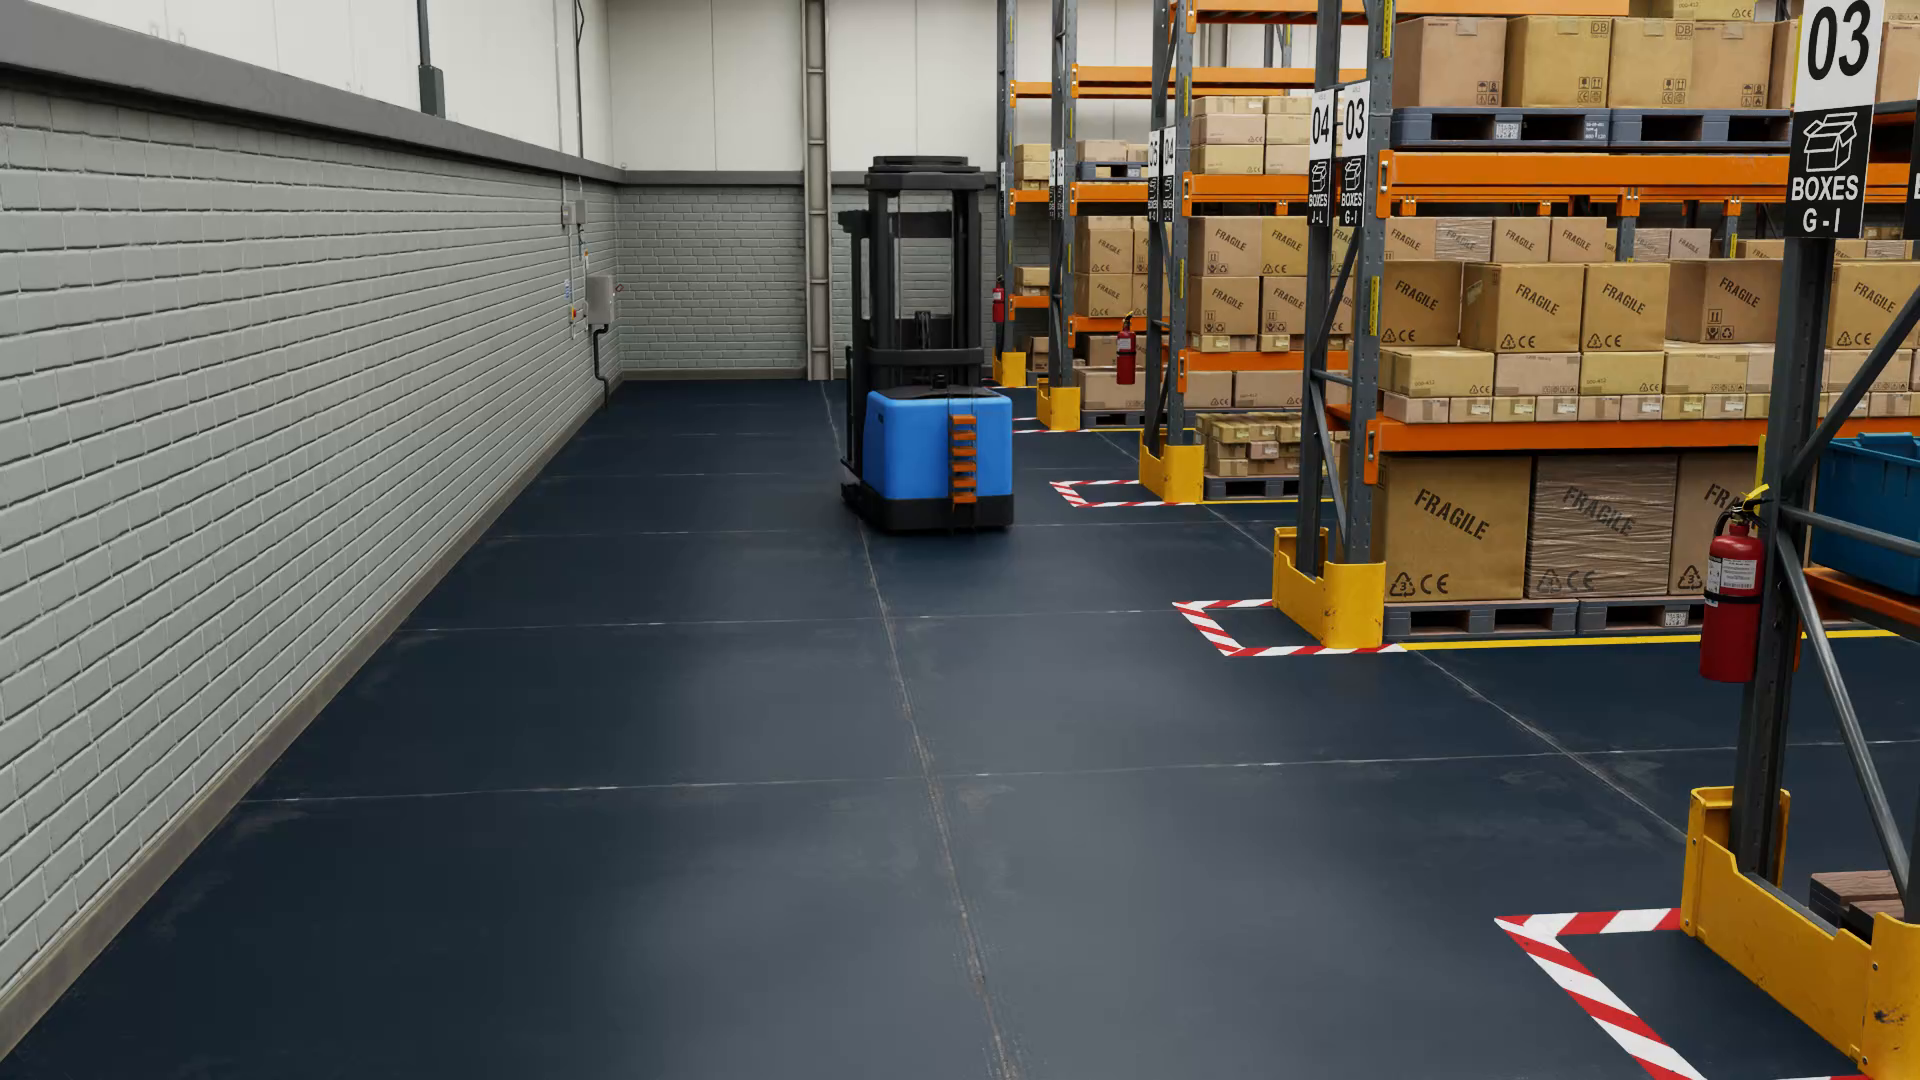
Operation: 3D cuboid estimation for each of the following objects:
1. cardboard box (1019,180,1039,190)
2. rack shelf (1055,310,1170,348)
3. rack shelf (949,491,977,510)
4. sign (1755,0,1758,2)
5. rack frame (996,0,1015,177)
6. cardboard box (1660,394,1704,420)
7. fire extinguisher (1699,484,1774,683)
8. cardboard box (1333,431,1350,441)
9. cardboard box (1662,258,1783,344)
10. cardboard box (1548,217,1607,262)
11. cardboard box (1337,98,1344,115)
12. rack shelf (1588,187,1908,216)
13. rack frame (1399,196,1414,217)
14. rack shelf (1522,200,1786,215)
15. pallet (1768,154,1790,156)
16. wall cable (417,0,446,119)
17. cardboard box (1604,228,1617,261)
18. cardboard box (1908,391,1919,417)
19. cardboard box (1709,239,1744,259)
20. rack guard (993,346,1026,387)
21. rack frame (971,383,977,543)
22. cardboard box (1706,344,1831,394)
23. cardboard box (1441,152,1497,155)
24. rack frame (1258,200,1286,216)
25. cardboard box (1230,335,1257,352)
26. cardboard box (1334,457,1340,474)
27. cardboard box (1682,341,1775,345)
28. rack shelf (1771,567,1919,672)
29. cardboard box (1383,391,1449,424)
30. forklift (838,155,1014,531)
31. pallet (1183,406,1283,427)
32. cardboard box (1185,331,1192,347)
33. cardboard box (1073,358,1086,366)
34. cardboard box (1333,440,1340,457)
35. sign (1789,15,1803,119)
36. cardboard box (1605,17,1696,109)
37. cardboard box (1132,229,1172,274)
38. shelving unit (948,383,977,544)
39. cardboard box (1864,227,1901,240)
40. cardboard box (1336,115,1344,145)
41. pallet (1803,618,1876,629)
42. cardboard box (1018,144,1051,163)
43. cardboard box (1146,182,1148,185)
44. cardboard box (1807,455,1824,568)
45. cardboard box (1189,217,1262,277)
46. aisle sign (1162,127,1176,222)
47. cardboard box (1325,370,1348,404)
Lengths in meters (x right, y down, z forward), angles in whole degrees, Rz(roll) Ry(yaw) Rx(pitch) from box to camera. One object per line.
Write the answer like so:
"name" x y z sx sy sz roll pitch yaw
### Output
"cardboard box" 0.995 -5.116 23.990 0.250 0.149 0.380 -1 11 -5
"rack shelf" 3.181 -2.542 19.888 4.000 0.370 1.077 -1 11 -6
"rack shelf" 0.019 -0.308 12.798 0.180 0.103 0.258 -2 11 -9
"sign" 9.210 -6.393 19.229 0.005 0.325 0.100 -1 11 -6
"rack frame" 0.653 -6.749 23.870 0.127 3.000 1.000 -1 11 -6
"cardboard box" 4.181 -0.806 9.844 0.250 0.149 0.380 -1 11 -8
"fire extinguisher" 2.599 0.134 5.579 0.183 0.674 0.296 -1 11 -6
"cardboard box" 3.425 -0.986 14.866 0.250 0.149 0.380 -1 11 -4
"cardboard box" 4.729 -1.495 10.371 0.500 0.500 0.500 -2 11 -8
"cardboard box" 5.366 -2.614 14.764 0.500 0.500 0.500 -2 11 -8
"cardboard box" 3.194 -3.733 14.362 0.250 0.149 0.380 -1 11 -4
"rack shelf" 7.793 -3.150 15.205 4.000 0.370 1.077 -1 11 -6
"rack frame" 5.170 -2.937 20.031 0.127 3.000 1.000 -1 11 -6
"rack shelf" 10.595 -5.132 25.288 4.000 0.370 1.077 -1 11 -6
"pallet" 7.461 -3.384 15.016 1.003 0.211 1.213 -1 11 -6
"wall cable" -3.730 -6.018 11.814 0.120 5.999 2.277 -1 11 -6
"cardboard box" 7.657 -3.478 19.930 0.500 0.500 0.500 -1 11 -6
"cardboard box" 5.716 -0.838 10.008 0.250 0.149 0.380 -1 11 -5
"cardboard box" 9.568 -3.484 20.695 0.500 0.500 0.500 -2 11 -8
"rack guard" 0.729 -2.580 24.697 0.348 0.500 1.175 -1 11 -6
"rack frame" 0.109 -0.590 12.757 0.006 1.200 0.240 -2 11 -9
"cardboard box" 4.807 -1.027 9.935 0.500 0.250 0.500 -1 11 -5
"cardboard box" 4.343 -3.307 14.526 0.500 0.250 0.500 -1 11 -7
"rack frame" 4.630 -3.889 24.872 0.127 3.000 1.000 -1 11 -6
"cardboard box" 2.434 -1.740 14.595 0.250 0.149 0.380 -1 11 -4
"cardboard box" 3.390 -0.699 14.947 0.250 0.149 0.380 -1 11 -6
"cardboard box" 4.735 -1.128 10.447 0.500 0.250 0.500 -1 11 -5
"rack shelf" 4.786 0.308 5.390 4.000 0.370 1.077 -1 11 -6
"cardboard box" 2.652 -0.774 9.680 0.250 0.149 0.380 -1 11 -5
"forklift" -0.417 -1.747 14.157 1.130 2.935 3.031 -3 11 -13
"pallet" 3.189 -1.542 20.163 1.213 0.211 1.003 -1 11 -6
"cardboard box" 2.122 -1.844 15.123 0.250 0.149 0.380 -1 11 -6
"cardboard box" 1.698 -2.608 24.662 0.250 0.149 0.380 -2 11 -8
"cardboard box" 3.409 -0.846 14.928 0.250 0.149 0.380 -2 11 -9
"sign" 2.722 -1.529 5.364 0.005 0.325 0.100 -1 11 -6
"cardboard box" 3.856 -2.759 9.742 0.500 0.500 0.700 -2 11 -10
"cardboard box" 2.214 -3.361 19.335 0.500 0.500 0.500 -2 11 -8
"shelving unit" 0.018 -0.587 12.742 0.189 1.200 0.258 -2 11 -9
"cardboard box" 11.548 -3.838 20.816 0.250 0.149 0.380 -1 11 -3
"cardboard box" 3.315 -3.528 14.357 0.500 0.250 0.500 -1 11 -5
"pallet" 5.475 0.333 10.628 1.213 0.211 1.003 -1 11 -6
"cardboard box" 1.121 -5.556 23.899 0.500 0.250 0.500 -1 11 -7
"cardboard box" 2.777 -5.135 24.089 0.250 0.149 0.380 -1 11 -5
"cardboard box" 5.575 -0.201 10.536 0.875 0.875 0.875 -1 11 -6
"cardboard box" 2.303 -2.550 14.443 0.500 0.500 0.500 -1 11 -6
"aisle sign" 1.788 -3.123 14.238 0.004 0.787 0.394 -1 11 -6
"cardboard box" 4.534 -1.893 20.275 0.875 0.438 0.875 -1 11 -7
